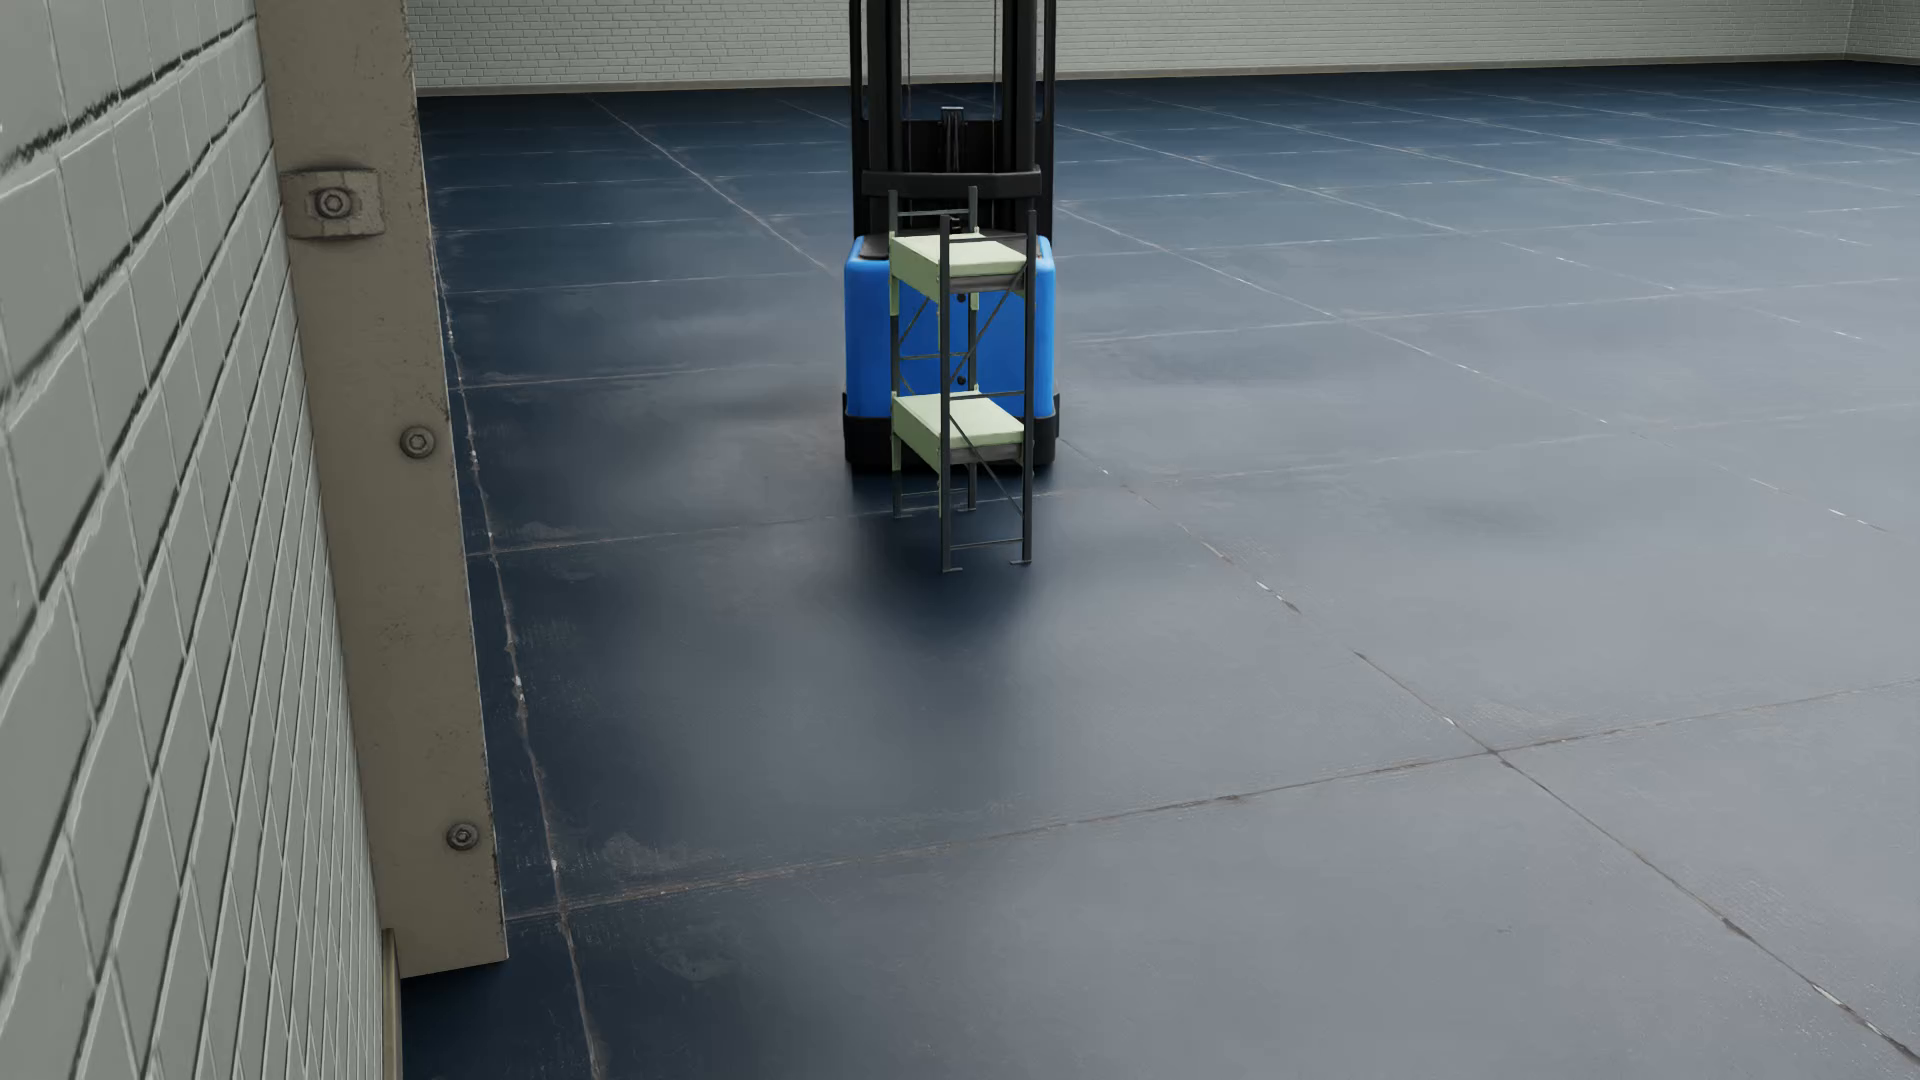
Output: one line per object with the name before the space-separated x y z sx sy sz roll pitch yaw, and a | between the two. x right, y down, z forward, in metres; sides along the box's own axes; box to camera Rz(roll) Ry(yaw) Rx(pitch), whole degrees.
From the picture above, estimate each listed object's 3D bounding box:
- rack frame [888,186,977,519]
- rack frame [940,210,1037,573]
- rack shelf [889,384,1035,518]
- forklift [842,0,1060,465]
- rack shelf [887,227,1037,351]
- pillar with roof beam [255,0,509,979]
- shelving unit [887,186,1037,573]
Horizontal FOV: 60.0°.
rack frame | -0.117 -0.825 7.496 0.400 1.500 0.023 -6 21 -17
rack frame | 0.113 -0.591 6.842 0.400 1.500 0.023 -6 21 -17
rack shelf | -0.002 -0.401 7.279 0.431 0.370 0.720 -6 21 -17
forklift | -0.036 -2.195 9.193 1.130 2.935 3.031 0 20 1
rack shelf | -0.002 -1.075 7.037 0.431 0.370 0.720 -6 21 -17
pillar with roof beam | 2.695 -3.641 4.241 9.100 9.000 0.400 -6 21 -17
shelving unit | -0.002 -0.708 7.169 0.431 1.500 0.755 -6 21 -17
